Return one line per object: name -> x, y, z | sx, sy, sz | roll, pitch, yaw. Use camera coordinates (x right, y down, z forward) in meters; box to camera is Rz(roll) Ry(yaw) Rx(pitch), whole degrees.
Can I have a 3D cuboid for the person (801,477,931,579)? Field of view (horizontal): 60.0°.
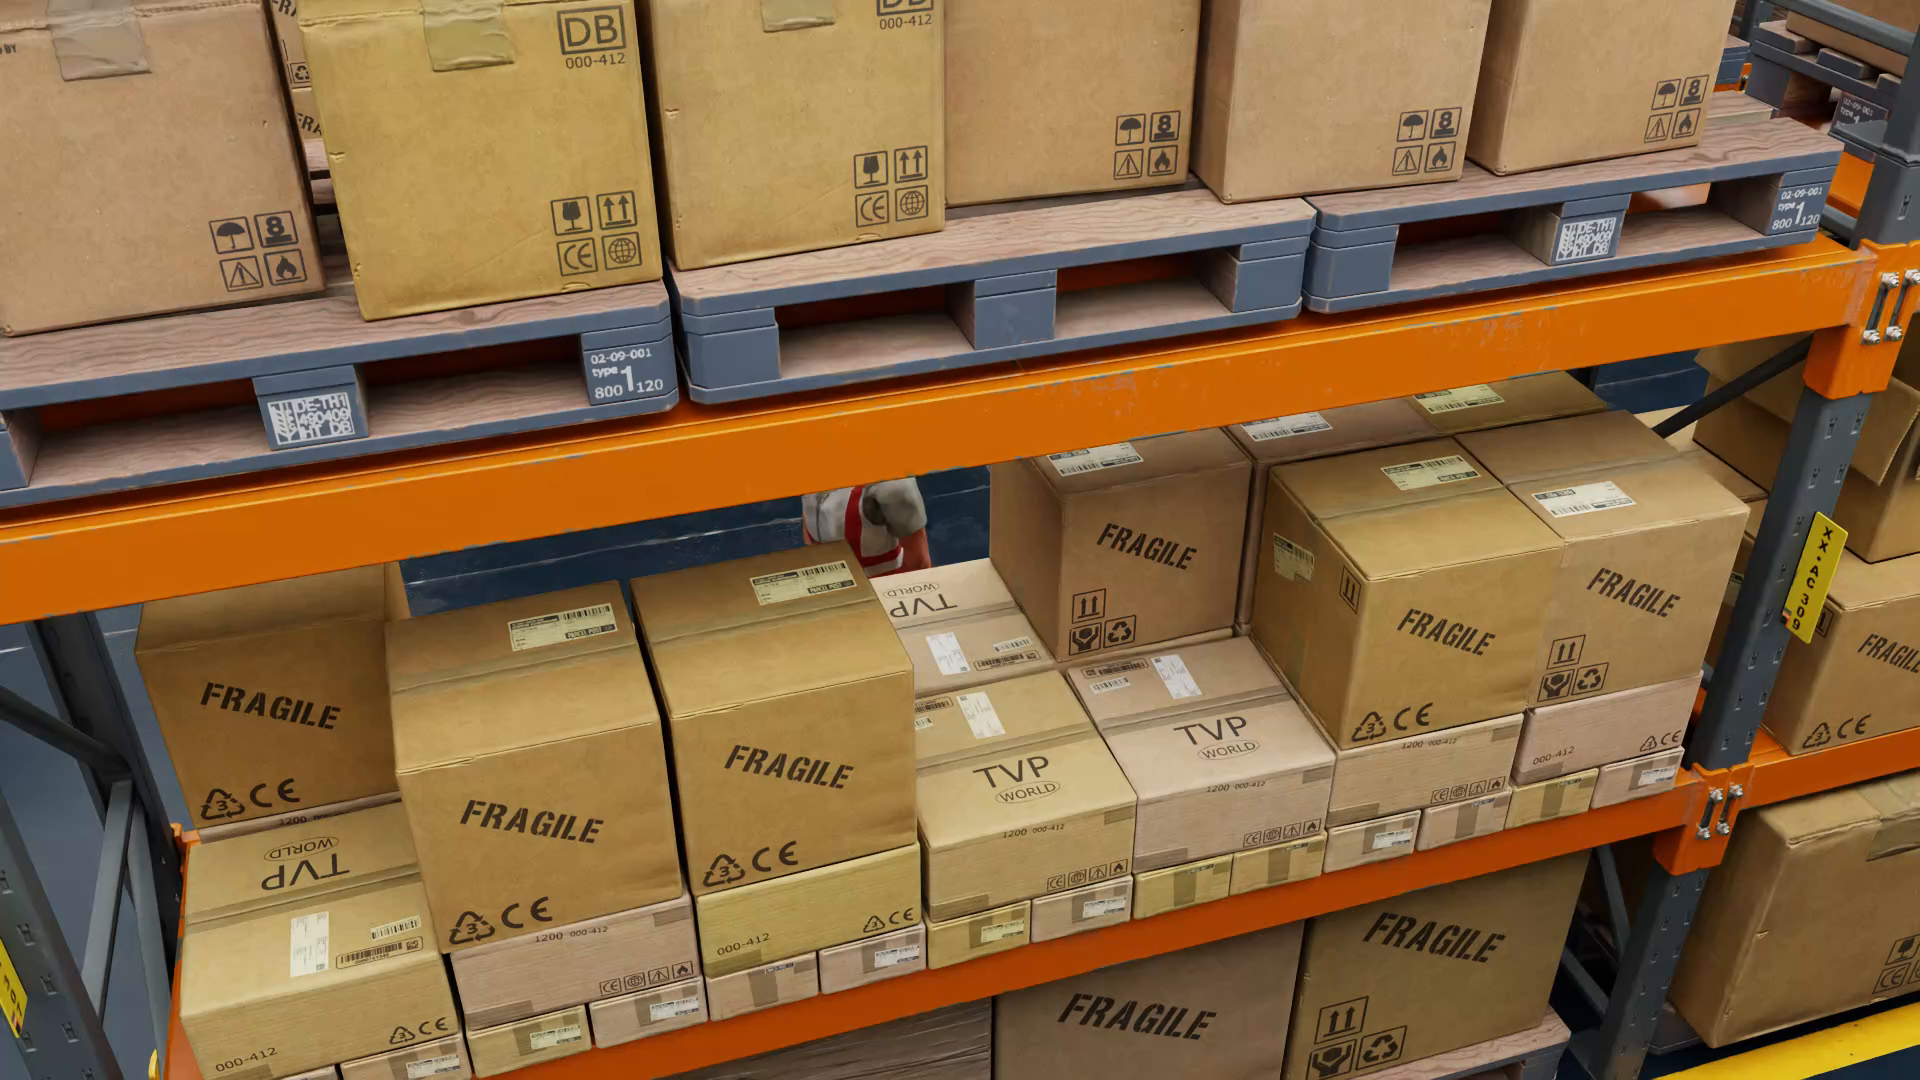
person -> 5.678, 1.056, 4.526 | 8.701, 1.784, 10.024 | -21, 39, -28
